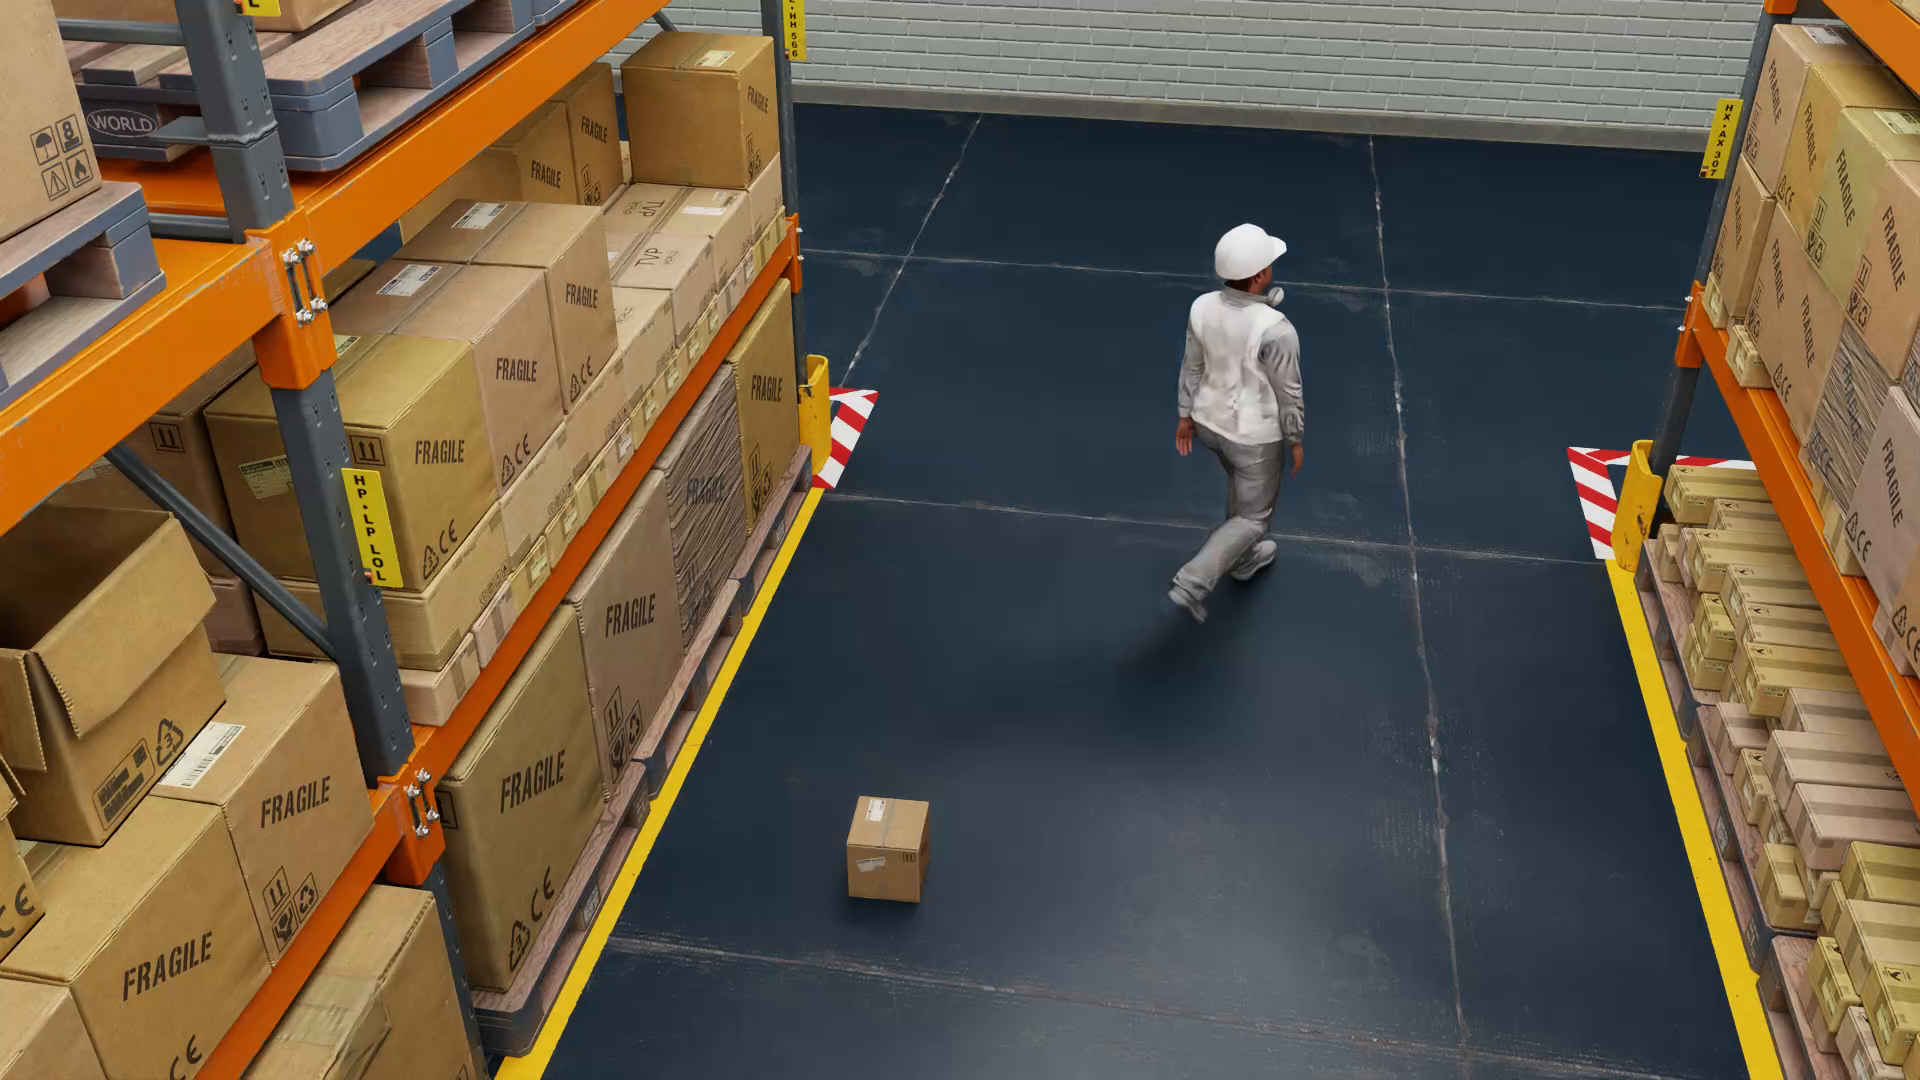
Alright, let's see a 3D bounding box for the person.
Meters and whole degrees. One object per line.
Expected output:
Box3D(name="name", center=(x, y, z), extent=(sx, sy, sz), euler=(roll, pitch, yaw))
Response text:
Box3D(name="person", center=(1.155, -0.473, 6.866), extent=(0.898, 1.734, 0.550), euler=(-24, 39, -33))
